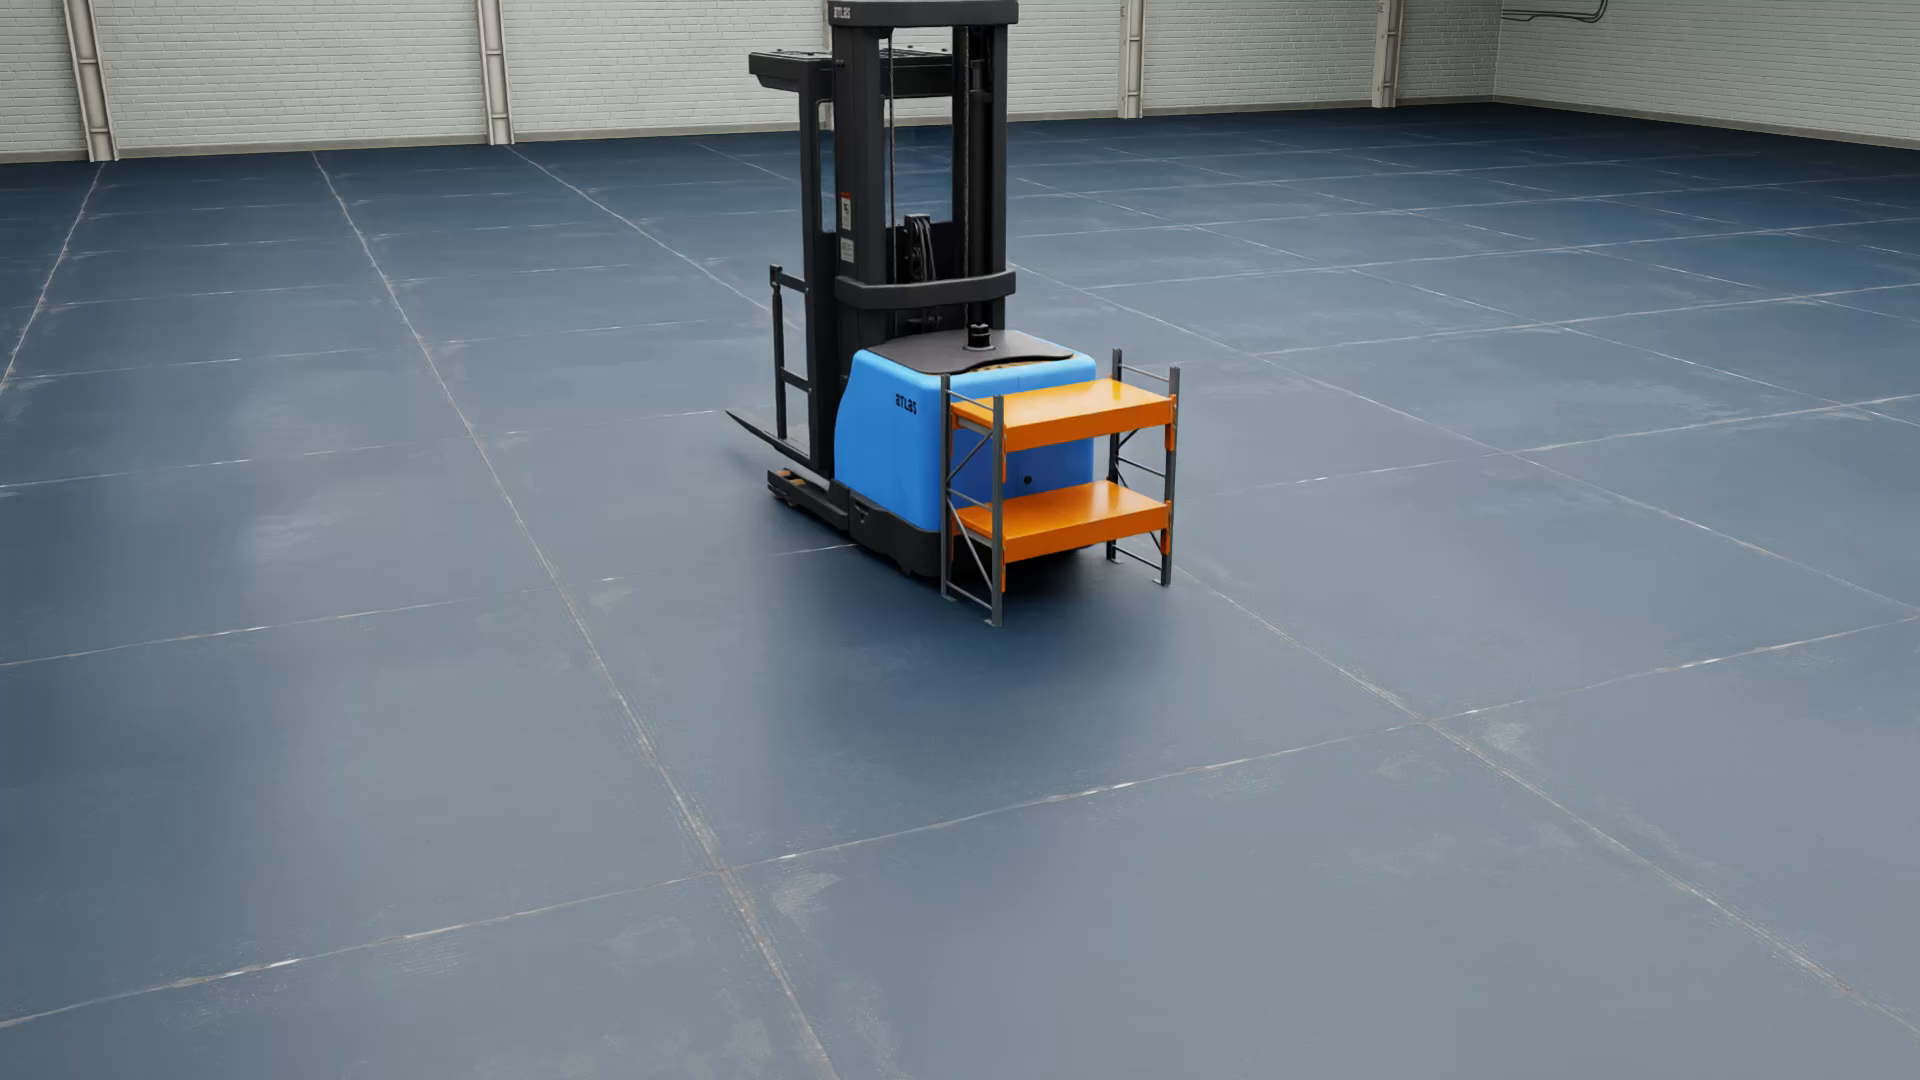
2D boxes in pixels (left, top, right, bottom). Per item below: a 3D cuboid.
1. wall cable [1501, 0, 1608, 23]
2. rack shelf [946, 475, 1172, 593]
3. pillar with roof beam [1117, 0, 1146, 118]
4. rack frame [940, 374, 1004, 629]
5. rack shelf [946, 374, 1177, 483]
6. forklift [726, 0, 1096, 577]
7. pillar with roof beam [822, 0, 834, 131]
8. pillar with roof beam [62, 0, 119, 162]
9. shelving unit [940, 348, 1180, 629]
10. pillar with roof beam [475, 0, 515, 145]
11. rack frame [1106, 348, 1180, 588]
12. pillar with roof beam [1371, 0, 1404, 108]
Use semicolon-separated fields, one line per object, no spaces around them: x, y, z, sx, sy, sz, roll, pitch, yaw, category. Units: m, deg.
12.046;-11.794;33.645;0.112;2.526;3.097;-8;21;-22;wall cable
0.483;-0.044;8.190;1.000;0.278;0.538;-12;23;-30;rack shelf
5.014;-11.173;27.204;0.400;9.000;9.100;-8;21;-22;pillar with roof beam
0.052;-0.185;7.853;0.032;1.125;0.500;-12;23;-30;rack frame
0.483;-0.551;8.011;1.000;0.278;0.538;-12;23;-30;rack shelf
-0.466;-1.637;9.259;1.130;2.935;3.031;-11;22;-28;forklift
-0.496;-10.383;24.962;0.400;9.000;9.100;-8;21;-22;pillar with roof beam
-11.514;-8.805;20.478;0.400;9.000;9.100;-8;21;-22;pillar with roof beam
0.483;-0.275;8.108;1.048;1.125;0.538;-12;23;-30;shelving unit
-6.005;-9.594;22.720;0.400;9.000;9.100;-8;21;-22;pillar with roof beam
0.913;-0.365;8.363;0.032;1.125;0.500;-12;23;-30;rack frame
10.523;-11.962;29.445;0.400;9.000;9.100;-8;21;-22;pillar with roof beam
